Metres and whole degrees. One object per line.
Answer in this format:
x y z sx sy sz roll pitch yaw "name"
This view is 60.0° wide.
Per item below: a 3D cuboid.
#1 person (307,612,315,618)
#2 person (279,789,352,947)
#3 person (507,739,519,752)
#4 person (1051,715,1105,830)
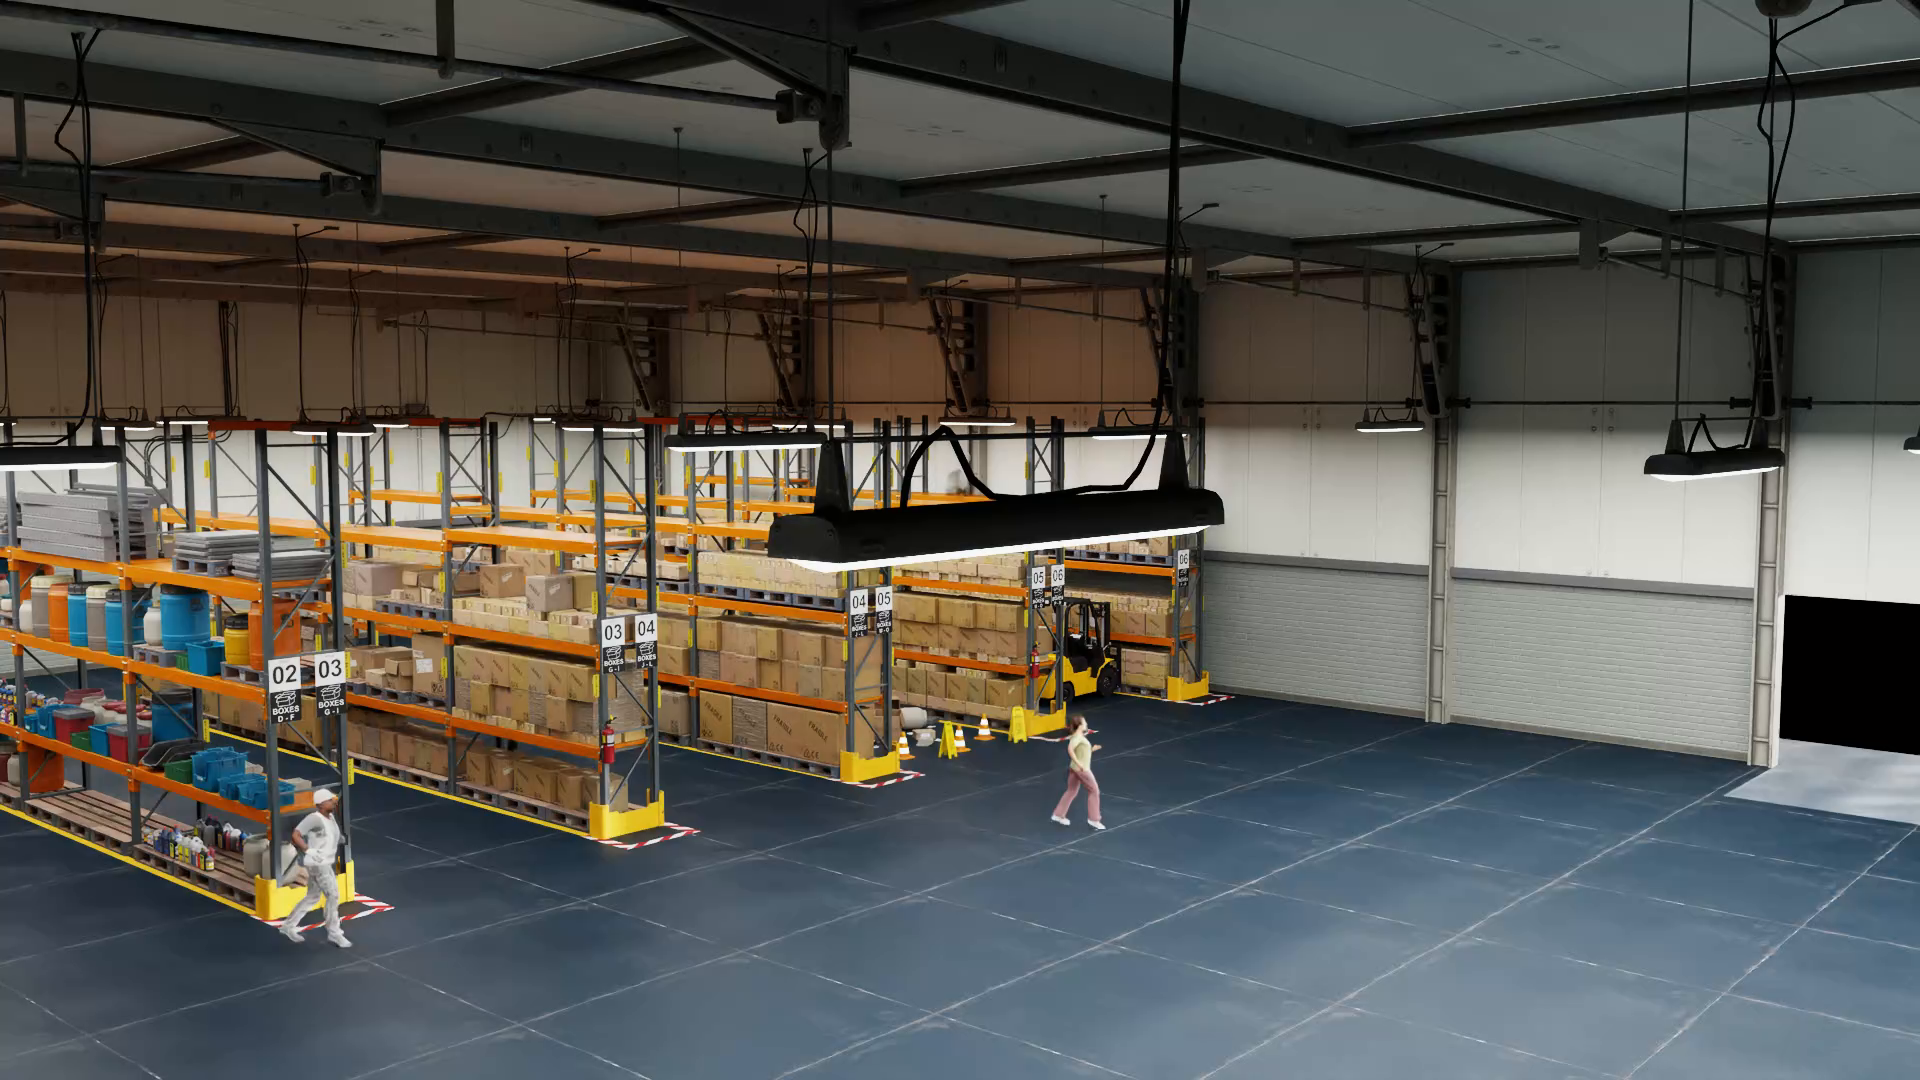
-14.477 2.440 37.018 0.706 1.708 0.759 -2 5 -27 "person"
-7.549 3.830 19.536 0.835 1.811 0.692 -1 5 -10 "person"
-7.949 2.992 29.799 0.704 1.737 0.728 4 6 42 "person"
1.747 3.443 24.590 0.809 1.718 0.551 -1 5 -16 "person"
